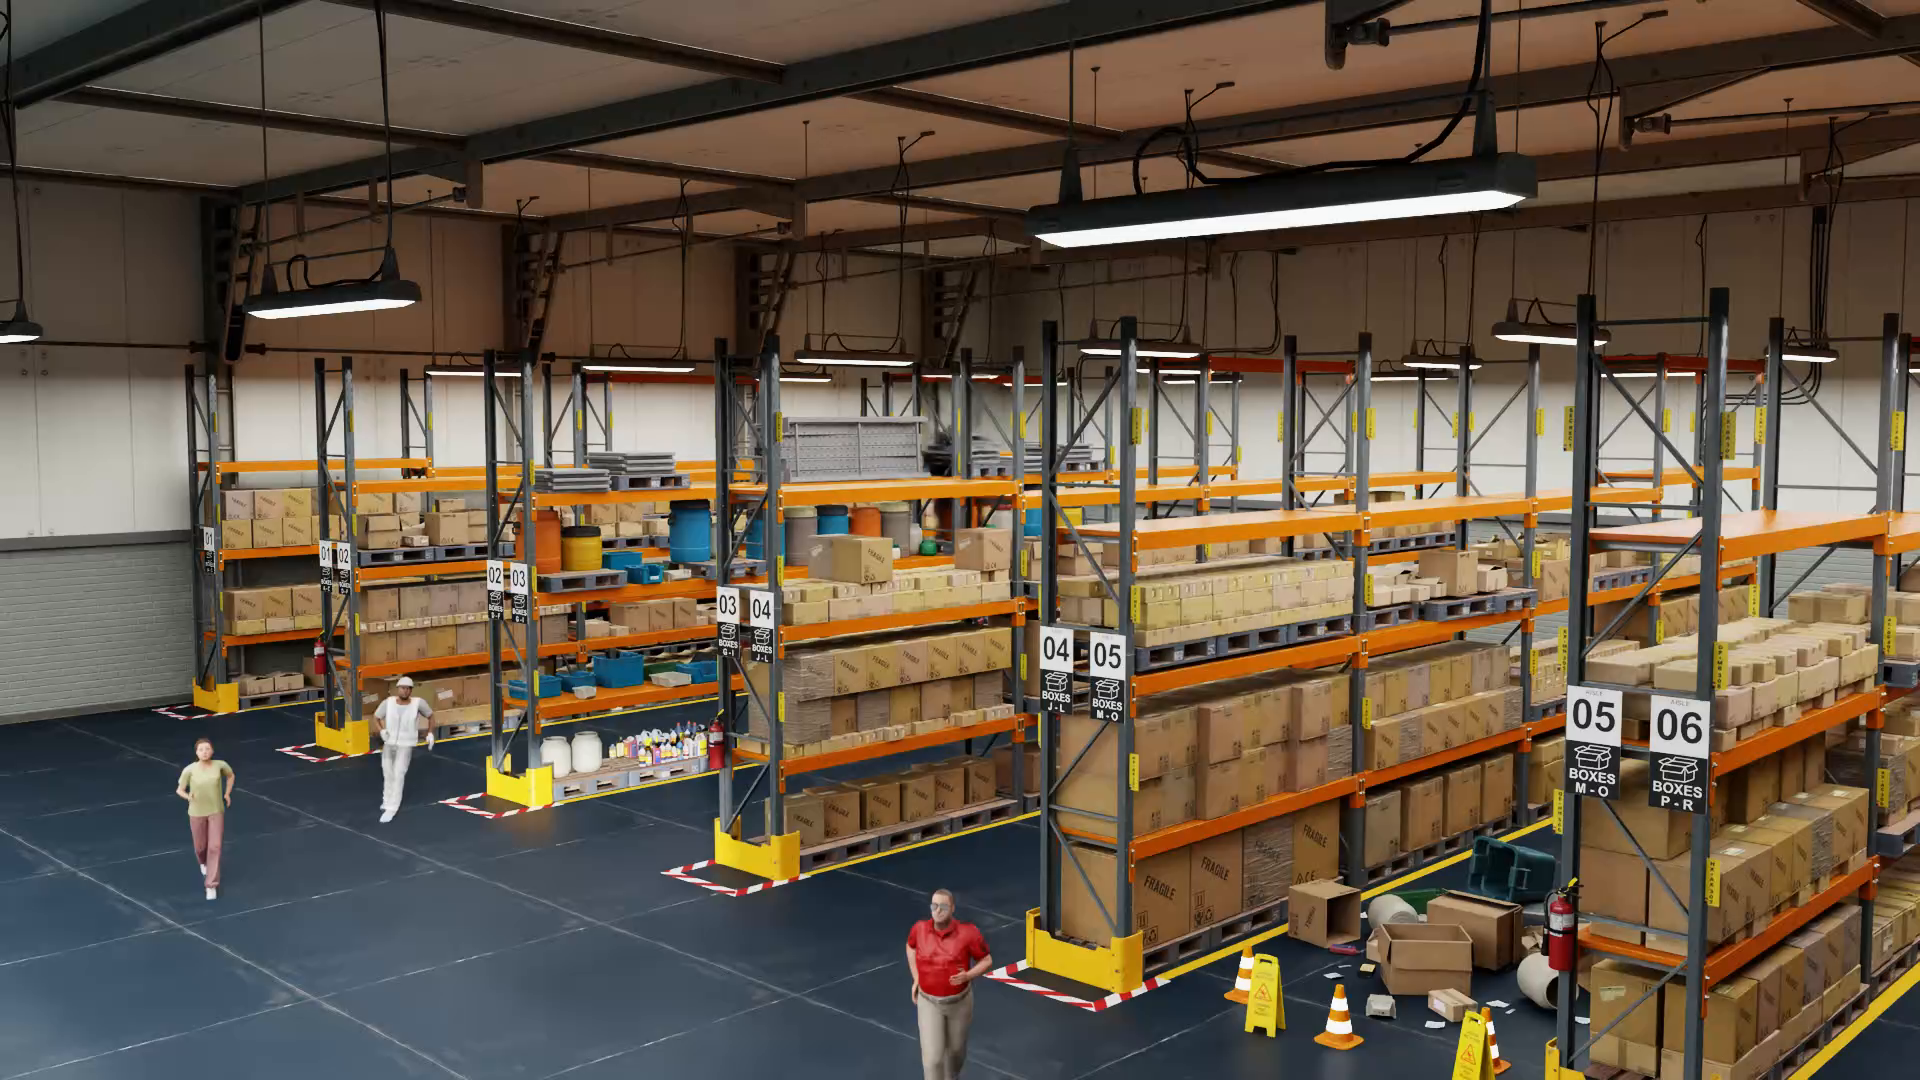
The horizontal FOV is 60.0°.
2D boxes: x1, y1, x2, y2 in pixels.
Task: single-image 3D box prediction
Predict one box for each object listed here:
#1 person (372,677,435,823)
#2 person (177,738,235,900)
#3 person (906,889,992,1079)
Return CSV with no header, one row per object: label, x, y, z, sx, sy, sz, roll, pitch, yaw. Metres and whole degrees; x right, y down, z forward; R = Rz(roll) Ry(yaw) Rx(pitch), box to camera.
person,-7.133,2.634,21.232,0.748,1.783,0.858,0,4,-4
person,-8.107,2.954,17.905,0.578,1.663,0.935,-2,5,-25
person,-0.087,3.387,12.032,0.642,1.756,0.879,0,4,3
